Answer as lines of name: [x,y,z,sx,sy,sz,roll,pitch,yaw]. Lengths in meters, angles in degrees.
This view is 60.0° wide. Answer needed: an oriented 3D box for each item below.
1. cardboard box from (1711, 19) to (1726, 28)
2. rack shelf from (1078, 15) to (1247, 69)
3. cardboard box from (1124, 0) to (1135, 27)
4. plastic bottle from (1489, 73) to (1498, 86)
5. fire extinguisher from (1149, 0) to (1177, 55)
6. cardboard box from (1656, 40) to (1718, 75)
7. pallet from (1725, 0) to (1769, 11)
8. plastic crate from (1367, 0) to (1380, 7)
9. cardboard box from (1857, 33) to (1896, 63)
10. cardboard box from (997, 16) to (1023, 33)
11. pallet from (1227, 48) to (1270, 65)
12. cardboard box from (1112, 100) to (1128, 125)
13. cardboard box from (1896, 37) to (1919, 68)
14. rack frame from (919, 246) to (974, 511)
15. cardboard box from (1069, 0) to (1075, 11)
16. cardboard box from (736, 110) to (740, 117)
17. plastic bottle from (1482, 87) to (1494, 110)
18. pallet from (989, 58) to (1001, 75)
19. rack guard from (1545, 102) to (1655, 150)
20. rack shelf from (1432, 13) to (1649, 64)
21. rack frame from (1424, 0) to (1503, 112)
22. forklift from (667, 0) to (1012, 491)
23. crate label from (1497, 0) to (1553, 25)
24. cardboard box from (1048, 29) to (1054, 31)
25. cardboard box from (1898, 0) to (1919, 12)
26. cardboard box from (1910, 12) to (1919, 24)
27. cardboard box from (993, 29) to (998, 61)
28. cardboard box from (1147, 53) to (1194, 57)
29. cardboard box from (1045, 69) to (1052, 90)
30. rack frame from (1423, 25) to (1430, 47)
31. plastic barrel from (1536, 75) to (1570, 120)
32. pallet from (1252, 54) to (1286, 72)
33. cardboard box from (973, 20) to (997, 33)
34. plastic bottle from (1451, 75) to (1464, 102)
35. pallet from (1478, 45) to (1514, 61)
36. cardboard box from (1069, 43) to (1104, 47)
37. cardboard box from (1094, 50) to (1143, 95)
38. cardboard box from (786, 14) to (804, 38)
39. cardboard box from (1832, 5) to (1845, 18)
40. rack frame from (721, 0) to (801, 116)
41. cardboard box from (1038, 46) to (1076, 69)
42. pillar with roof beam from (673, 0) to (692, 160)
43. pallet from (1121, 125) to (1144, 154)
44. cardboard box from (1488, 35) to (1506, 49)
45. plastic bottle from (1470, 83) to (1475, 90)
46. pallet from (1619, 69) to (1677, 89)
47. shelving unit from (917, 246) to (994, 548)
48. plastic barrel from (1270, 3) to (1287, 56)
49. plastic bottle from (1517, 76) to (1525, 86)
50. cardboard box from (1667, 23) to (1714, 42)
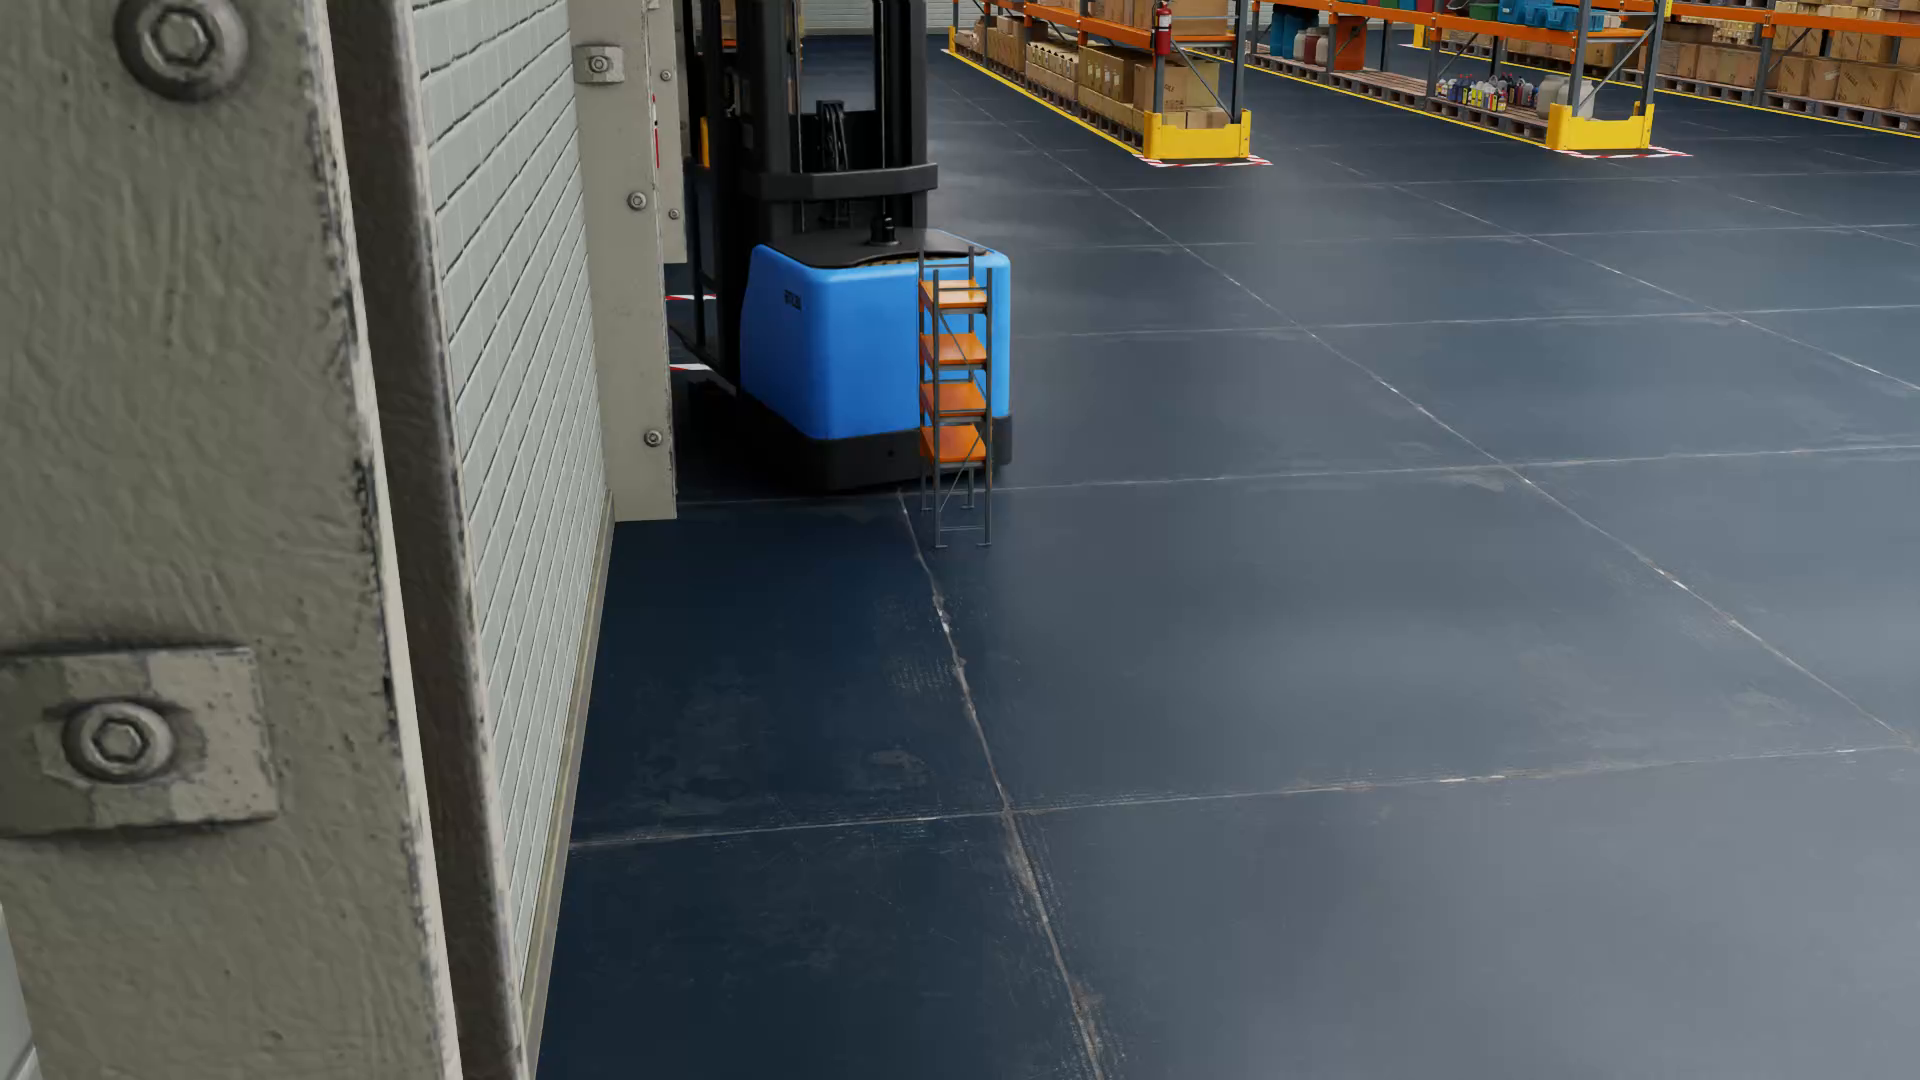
cardboard box: [15.150,-10.243,32.979,0.380,0.149,0.250,-4,21,-10]
rack shelf: [2.384,-6.125,20.357,1.077,0.370,4.000,-3,21,-8]
cardboard box: [2.391,-6.515,20.229,0.700,0.500,0.500,-2,21,-6]
plastic bottle: [7.233,-6.153,22.560,0.144,0.351,0.185,-3,21,-8]
fire extinguisher: [2.229,-5.669,18.219,0.296,0.674,0.183,-3,21,-8]
cardboard box: [11.531,-7.651,26.357,0.700,0.500,0.500,-5,21,-12]
pallet: [11.932,-7.835,24.181,1.003,0.211,1.213,-3,21,-8]
plastic crate: [6.351,-8.243,24.908,0.402,0.464,0.583,-3,21,-8]
cardboard box: [15.891,-8.494,28.642,0.500,0.500,0.500,-3,21,-8]
cardboard box: [0.915,-8.785,28.322,0.500,0.250,0.500,-3,21,-8]
pallet: [5.700,-9.120,31.331,1.003,0.211,1.213,-3,21,-8]
cardboard box: [2.144,-5.195,20.167,0.500,0.250,0.500,-3,21,-8]
cardboard box: [16.244,-8.181,27.447,1.050,0.750,0.750,-3,21,-8]
rack frame: [-0.059,-0.704,7.386,0.240,1.200,0.015,-3,21,-8]
cardboard box: [1.853,-7.824,23.735,0.500,0.500,0.500,-3,21,-8]
cardboard box: [-2.240,-4.709,18.752,0.500,0.311,0.500,-5,21,-14]
plastic bottle: [6.846,-5.699,21.452,0.152,0.276,0.135,-3,21,-9]
pallet: [1.097,-8.339,29.241,1.003,0.211,1.213,-3,21,-8]
rack guard: [7.517,-4.871,19.544,1.175,0.500,0.348,-3,21,-8]
rack shelf: [7.286,-6.374,21.023,1.077,0.370,4.000,-3,21,-8]
rack frame: [6.997,-7.403,22.751,1.000,3.000,0.127,-3,21,-8]
forklift: [-0.838,-2.075,8.581,1.130,2.935,3.031,-9,22,-24]
crate label: [7.041,-6.659,20.706,0.502,0.435,0.616,-3,21,-8]
cardboard box: [1.360,-8.632,28.984,0.500,0.500,0.500,-3,21,-8]
cardboard box: [12.232,-6.813,20.603,0.875,0.500,0.500,-3,21,-8]
cardboard box: [12.087,-6.497,20.682,0.380,0.149,0.250,-3,21,-8]
cardboard box: [0.859,-8.596,28.888,0.500,0.500,0.500,-3,21,-7]
cardboard box: [2.601,-5.746,20.572,0.500,0.500,0.500,-3,21,-8]
cardboard box: [1.531,-6.721,24.254,0.500,0.250,0.500,-2,21,-7]
rack frame: [10.169,-11.808,34.544,1.000,3.000,0.127,-3,21,-8]
plastic barrel: [7.331,-5.447,20.469,0.421,0.512,0.421,0,20,0]
pallet: [5.914,-8.598,29.934,1.003,0.211,1.213,-3,21,-8]
cardboard box: [0.666,-9.612,31.602,0.797,0.503,0.637,-3,21,-8]
plastic bottle: [6.703,-6.068,22.333,0.144,0.351,0.185,-2,21,-6]
pallet: [10.713,-9.384,32.039,1.003,0.211,1.213,-3,21,-8]
cardboard box: [1.919,-7.363,25.170,0.500,0.311,0.500,-3,21,-9]
cardboard box: [1.997,-5.892,20.963,0.500,0.500,0.500,-3,21,-8]
cardboard box: [-1.986,-5.643,18.223,0.500,0.250,0.500,-4,21,-9]
cardboard box: [11.837,-7.014,22.068,0.380,0.149,0.250,-3,21,-8]
rack frame: [-2.230,-5.519,17.705,1.000,3.000,0.127,-3,21,-8]
cardboard box: [1.459,-7.157,24.619,0.500,0.311,0.500,-3,21,-9]
pillar with roof beam: [1.074,-8.745,17.769,9.100,9.000,0.400,-3,21,-8]
pallet: [2.520,-4.726,19.569,1.003,0.211,1.213,-3,21,-8]
cardboard box: [10.730,-9.857,31.757,0.875,0.875,0.875,-3,21,-8]
plastic bottle: [6.789,-5.917,22.041,0.097,0.271,0.097,0,20,0]
pallet: [11.433,-7.461,26.891,1.003,0.211,1.213,-3,21,-8]
shelving unit: [-0.024,-0.619,7.160,0.258,1.200,0.503,-3,21,-8]
plastic barrel: [5.906,-9.198,29.954,0.600,0.901,0.708,-3,21,-8]
plastic bottle: [7.450,-5.982,22.102,0.144,0.351,0.185,-3,21,-8]
cardboard box: [11.535,-8.011,26.250,0.500,0.250,0.500,-1,20,-2]
